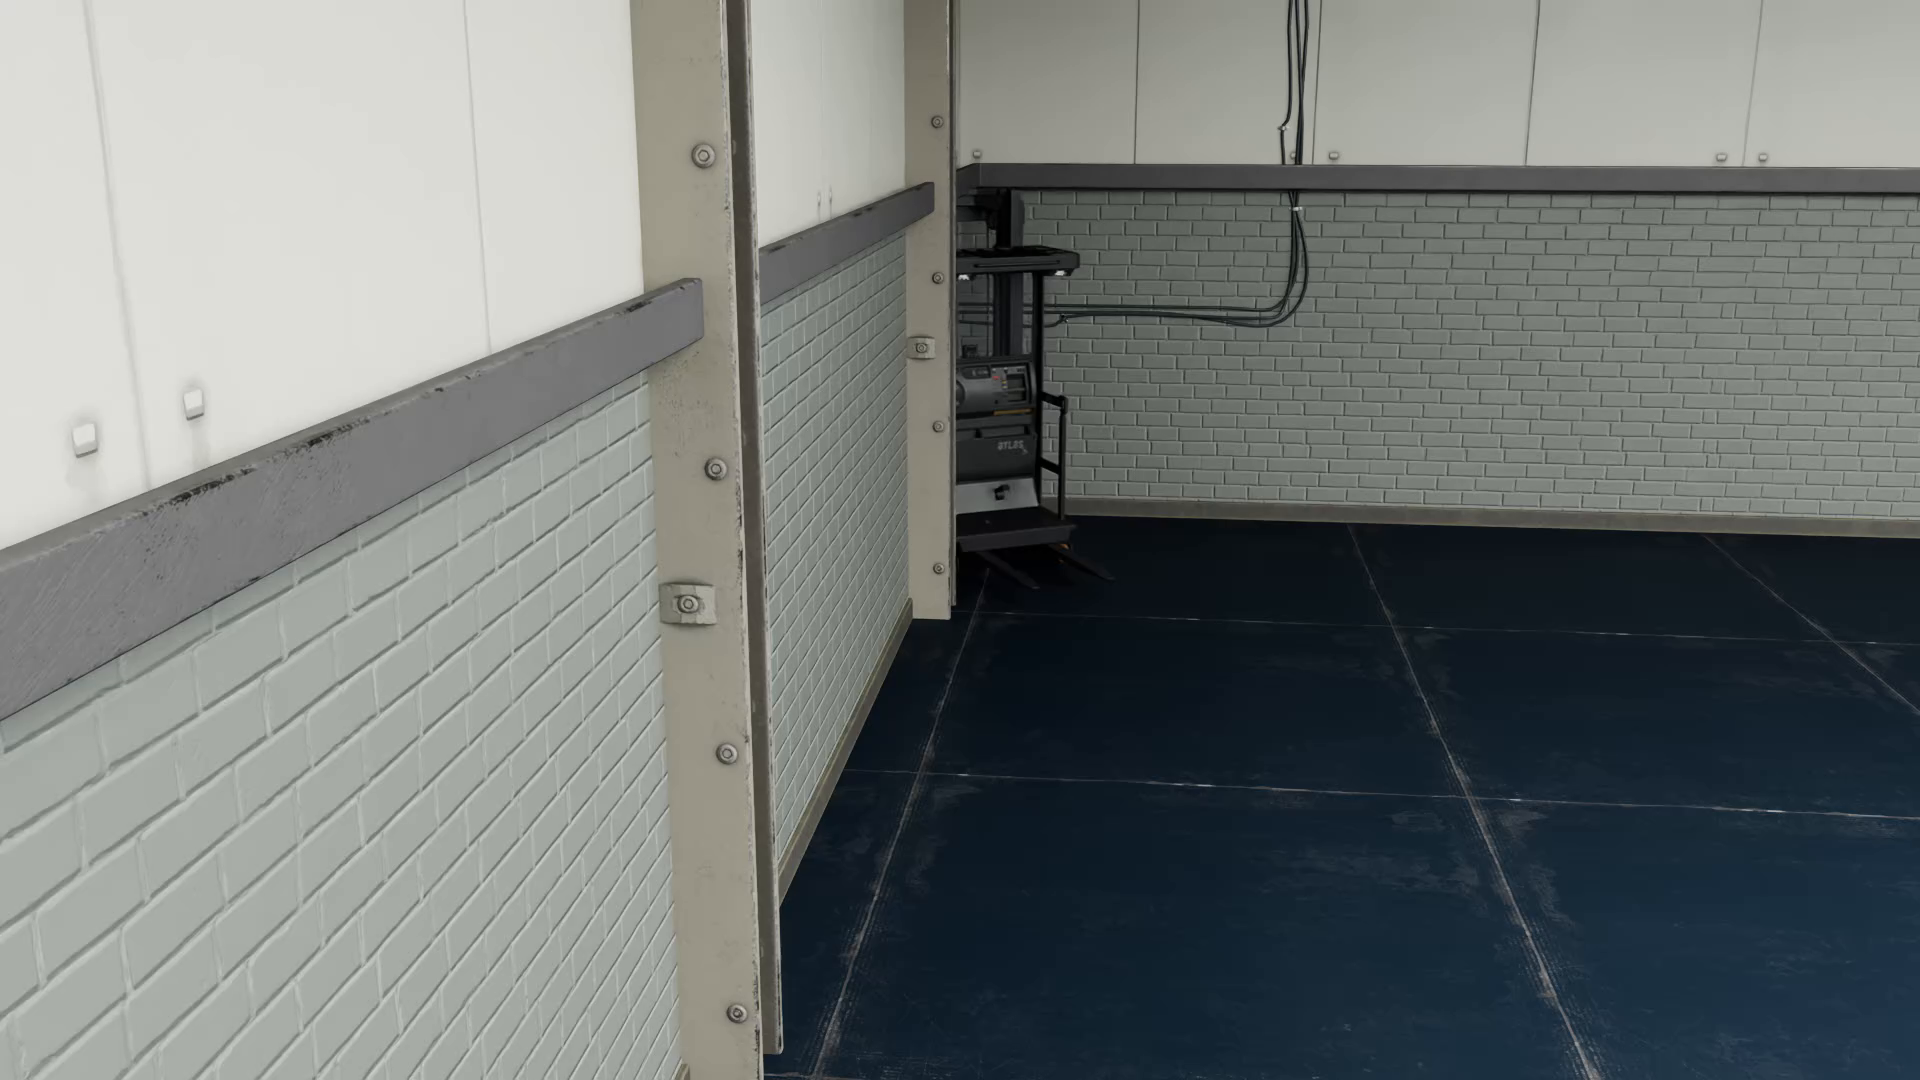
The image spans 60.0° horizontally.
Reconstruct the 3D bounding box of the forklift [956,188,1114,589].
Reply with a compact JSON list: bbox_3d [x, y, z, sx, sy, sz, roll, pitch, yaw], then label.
[{"bbox_3d":[0.256,-1.252,13.176,1.130,2.935,3.031,-6,16,-22],"label":"forklift"}]

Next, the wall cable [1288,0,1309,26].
[{"bbox_3d":[4.130,-5.409,13.200,3.097,2.526,0.112,2,15,6],"label":"wall cable"}]

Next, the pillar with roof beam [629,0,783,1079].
[{"bbox_3d":[3.396,-2.142,4.843,9.100,9.000,0.400,2,15,6],"label":"pillar with roof beam"}]

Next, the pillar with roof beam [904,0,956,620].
[{"bbox_3d":[4.073,-3.698,10.598,9.100,9.000,0.400,2,15,6],"label":"pillar with roof beam"}]

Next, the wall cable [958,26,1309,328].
[{"bbox_3d":[1.442,-3.051,14.154,3.097,2.526,0.112,2,15,6],"label":"wall cable"}]
